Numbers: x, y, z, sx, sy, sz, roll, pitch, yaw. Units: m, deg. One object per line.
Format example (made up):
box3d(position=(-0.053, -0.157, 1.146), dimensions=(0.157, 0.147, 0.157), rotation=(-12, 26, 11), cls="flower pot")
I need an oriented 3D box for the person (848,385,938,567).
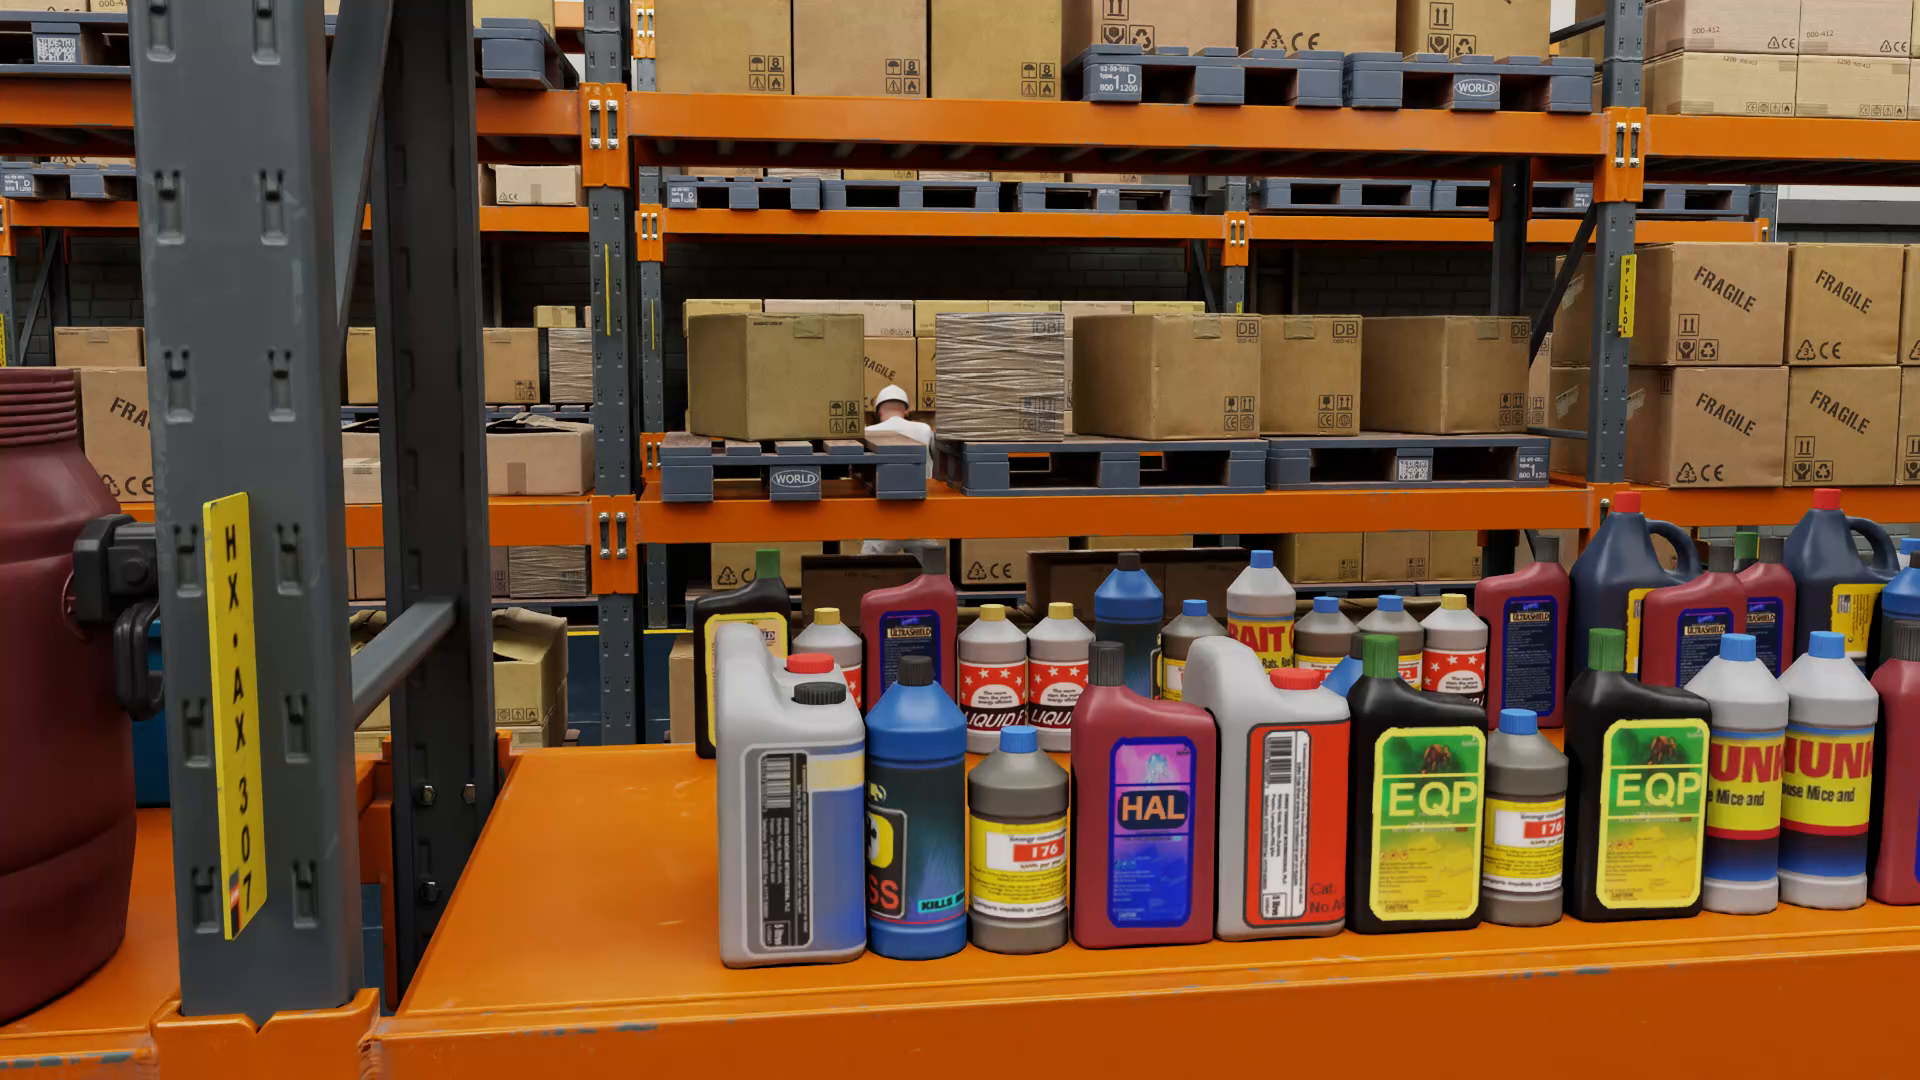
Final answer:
box3d(position=(-0.385, -0.083, 9.904), dimensions=(0.560, 1.666, 0.558), rotation=(-1, 6, -7), cls="person")
